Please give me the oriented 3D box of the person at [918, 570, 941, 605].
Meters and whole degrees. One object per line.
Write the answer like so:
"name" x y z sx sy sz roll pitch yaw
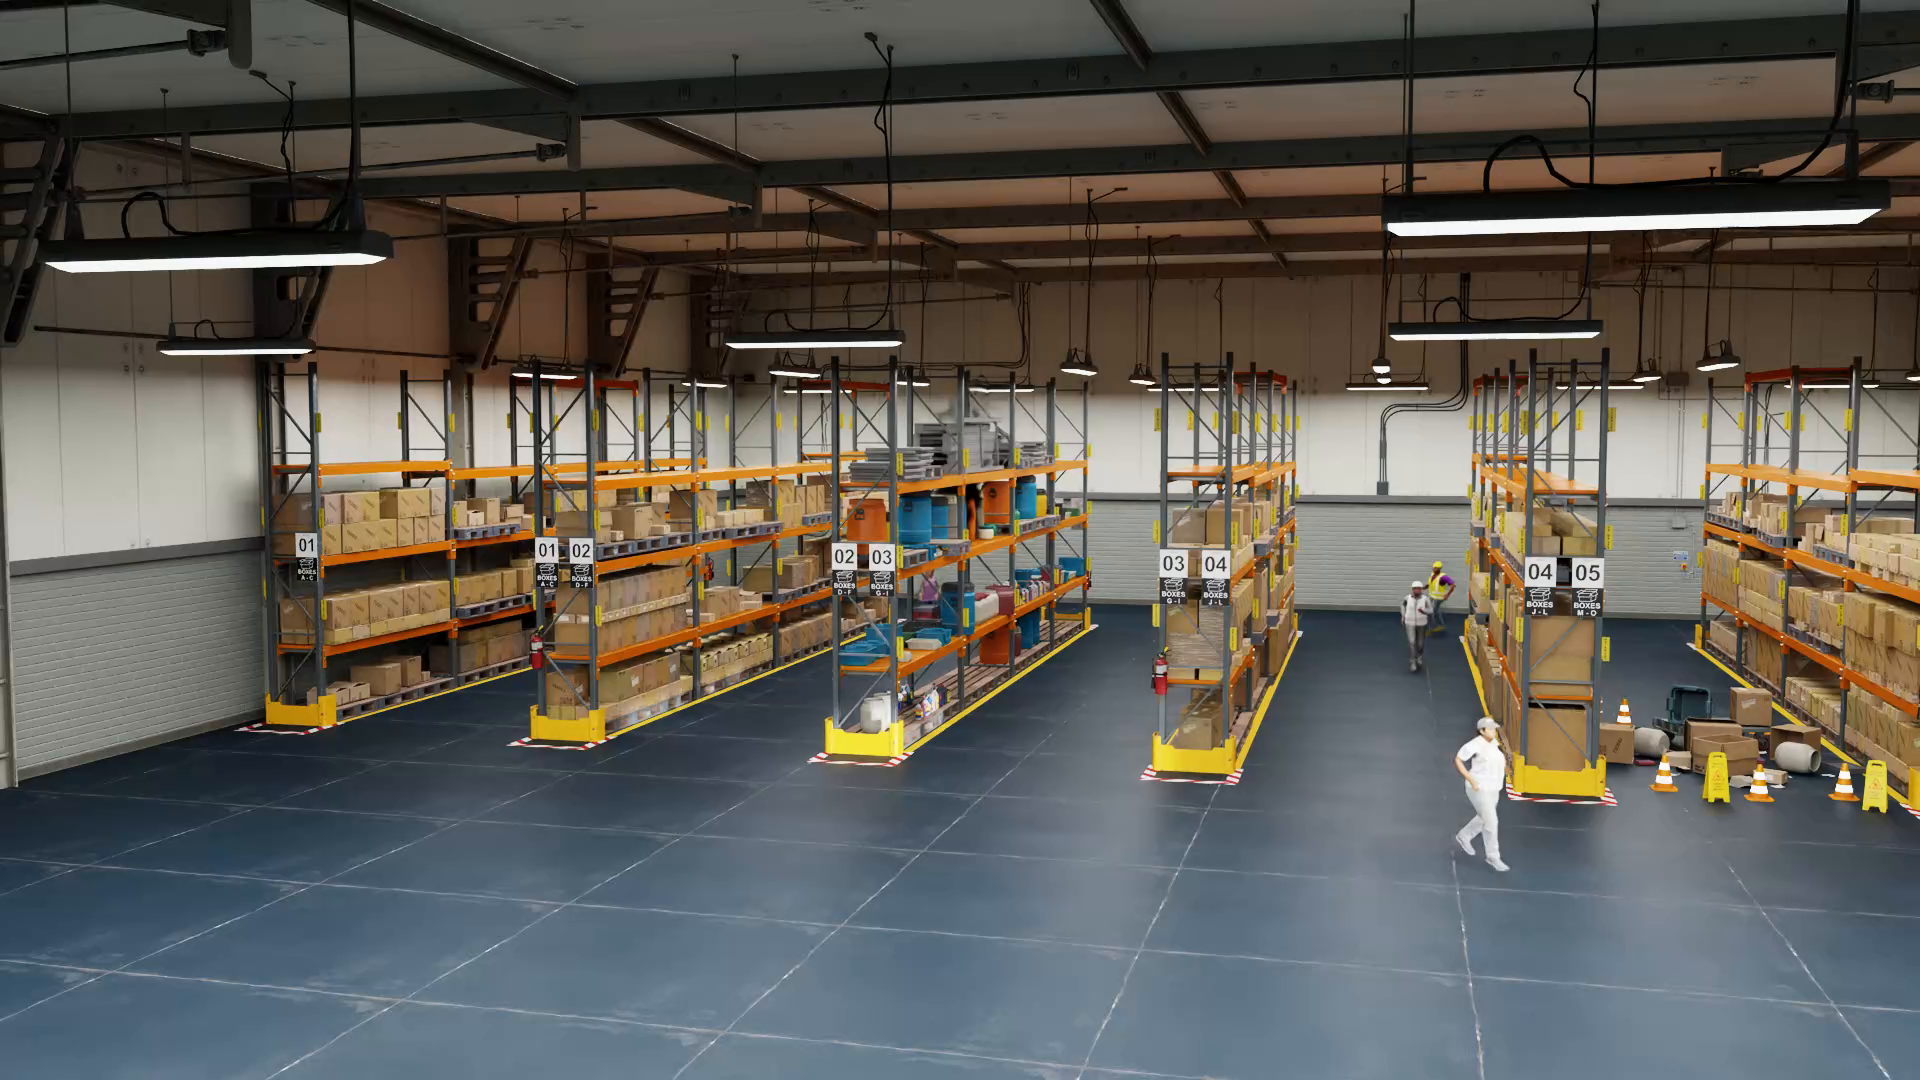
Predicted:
"person" -0.724 1.448 39.657 0.549 1.565 0.593 0 4 1

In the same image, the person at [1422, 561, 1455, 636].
"person" 11.231 1.392 39.099 0.706 1.795 0.740 -1 4 -13

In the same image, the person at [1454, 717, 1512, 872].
"person" 5.943 2.846 18.865 0.602 1.689 0.780 -3 5 -38

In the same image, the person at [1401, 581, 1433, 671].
"person" 9.270 1.713 33.753 0.645 1.779 0.953 1 4 15
